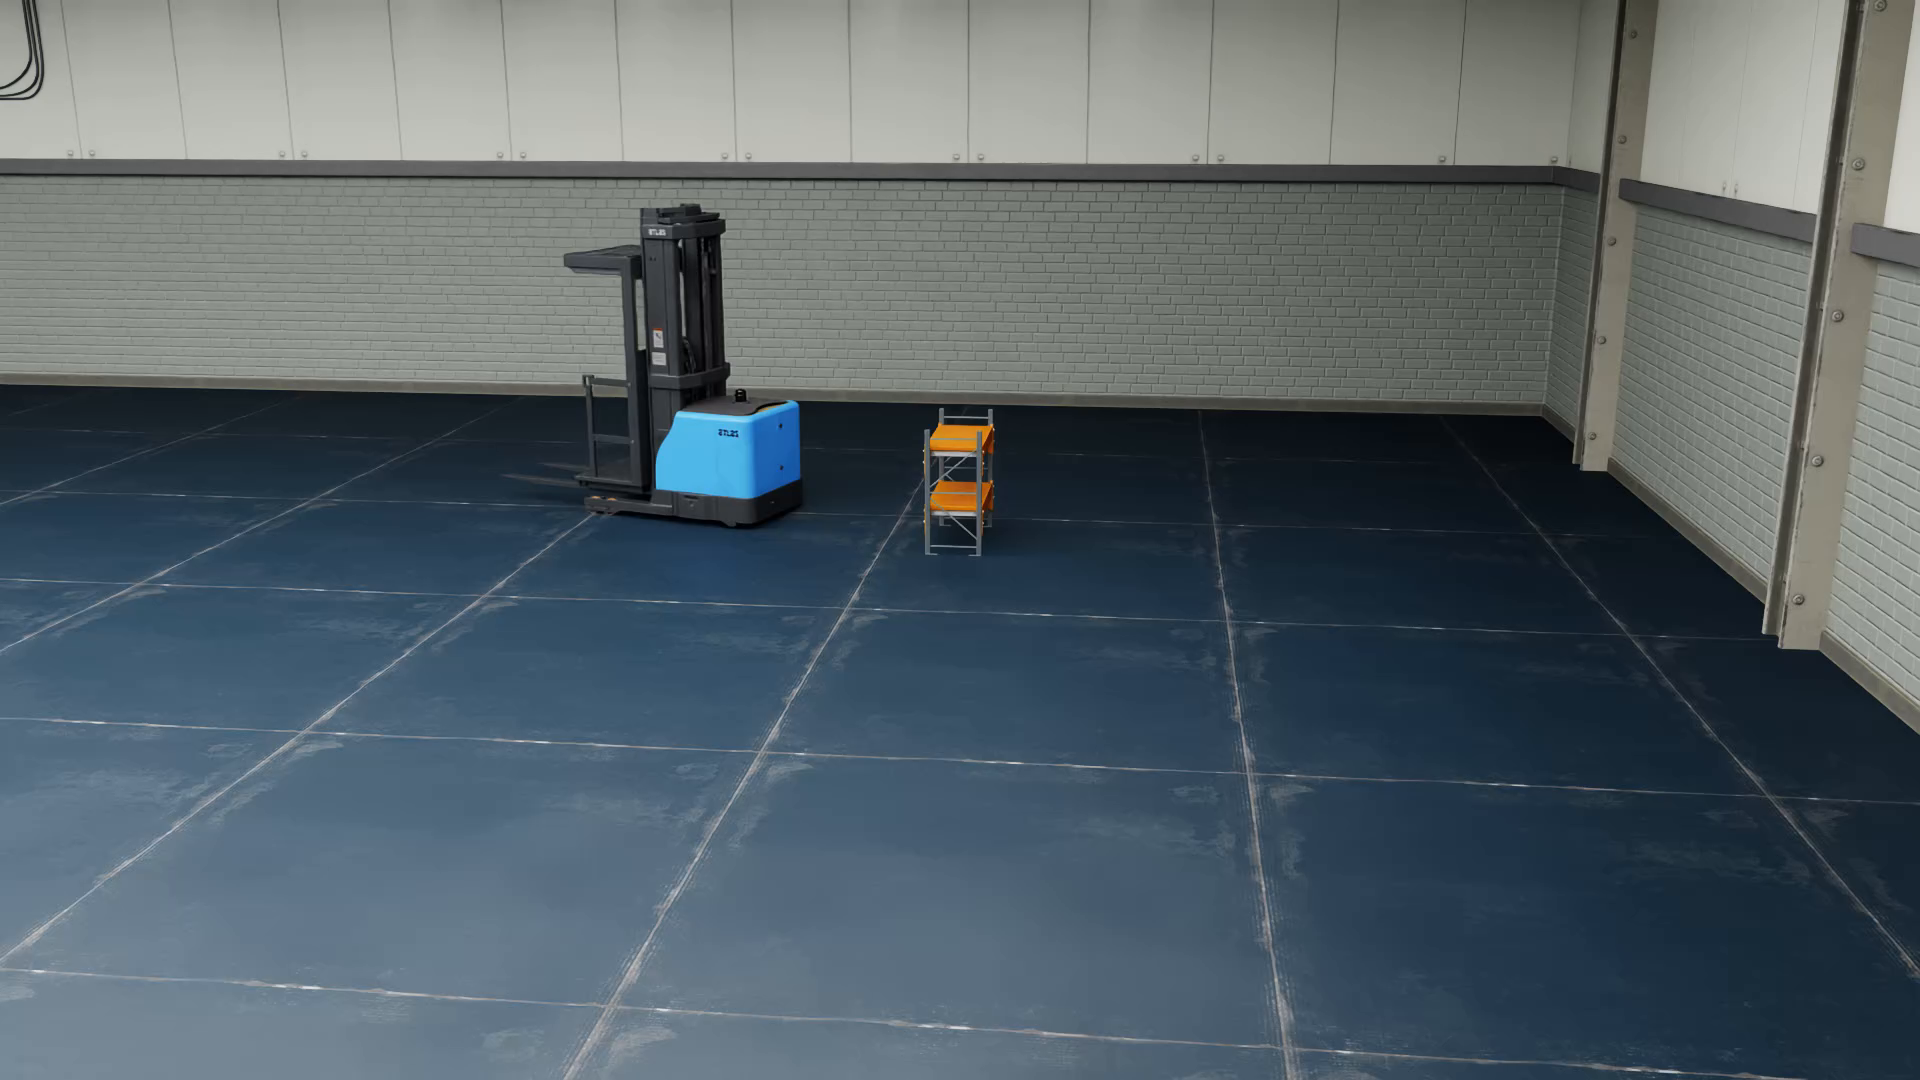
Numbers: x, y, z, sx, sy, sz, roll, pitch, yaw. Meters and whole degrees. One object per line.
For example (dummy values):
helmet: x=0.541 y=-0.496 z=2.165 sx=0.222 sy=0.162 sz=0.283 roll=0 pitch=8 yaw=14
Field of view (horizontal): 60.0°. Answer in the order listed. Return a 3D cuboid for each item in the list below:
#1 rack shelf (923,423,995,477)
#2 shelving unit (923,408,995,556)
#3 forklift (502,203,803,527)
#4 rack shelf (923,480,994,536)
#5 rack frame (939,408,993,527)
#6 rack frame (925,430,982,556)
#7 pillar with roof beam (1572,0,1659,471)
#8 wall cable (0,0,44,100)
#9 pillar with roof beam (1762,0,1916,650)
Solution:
rack shelf: x=-0.001 y=-0.824 z=15.020 sx=0.538 sy=0.278 sz=1.000 roll=2 pitch=15 yaw=6
shelving unit: x=-0.001 y=-0.541 z=15.097 sx=0.538 sy=1.125 sz=1.048 roll=2 pitch=15 yaw=6
forklift: x=-3.110 y=-1.772 z=16.187 sx=3.031 sy=2.935 sz=1.130 roll=7 pitch=16 yaw=23
rack shelf: x=-0.001 y=-0.305 z=15.161 sx=0.538 sy=0.278 sz=1.000 roll=2 pitch=15 yaw=6
rack frame: x=0.057 y=-0.673 z=15.584 sx=0.500 sy=1.125 sz=0.032 roll=2 pitch=15 yaw=6
rack frame: x=-0.058 y=-0.409 z=14.609 sx=0.500 sy=1.125 sz=0.032 roll=2 pitch=15 yaw=6
pillar with roof beam: x=2.634 y=-5.272 z=17.506 sx=9.100 sy=9.000 sz=0.400 roll=2 pitch=15 yaw=6
wall cable: x=-13.310 y=-8.156 z=21.657 sx=2.305 sy=6.003 sz=0.169 roll=2 pitch=15 yaw=6
pillar with roof beam: x=1.957 y=-3.716 z=11.751 sx=9.100 sy=9.000 sz=0.400 roll=2 pitch=15 yaw=6
